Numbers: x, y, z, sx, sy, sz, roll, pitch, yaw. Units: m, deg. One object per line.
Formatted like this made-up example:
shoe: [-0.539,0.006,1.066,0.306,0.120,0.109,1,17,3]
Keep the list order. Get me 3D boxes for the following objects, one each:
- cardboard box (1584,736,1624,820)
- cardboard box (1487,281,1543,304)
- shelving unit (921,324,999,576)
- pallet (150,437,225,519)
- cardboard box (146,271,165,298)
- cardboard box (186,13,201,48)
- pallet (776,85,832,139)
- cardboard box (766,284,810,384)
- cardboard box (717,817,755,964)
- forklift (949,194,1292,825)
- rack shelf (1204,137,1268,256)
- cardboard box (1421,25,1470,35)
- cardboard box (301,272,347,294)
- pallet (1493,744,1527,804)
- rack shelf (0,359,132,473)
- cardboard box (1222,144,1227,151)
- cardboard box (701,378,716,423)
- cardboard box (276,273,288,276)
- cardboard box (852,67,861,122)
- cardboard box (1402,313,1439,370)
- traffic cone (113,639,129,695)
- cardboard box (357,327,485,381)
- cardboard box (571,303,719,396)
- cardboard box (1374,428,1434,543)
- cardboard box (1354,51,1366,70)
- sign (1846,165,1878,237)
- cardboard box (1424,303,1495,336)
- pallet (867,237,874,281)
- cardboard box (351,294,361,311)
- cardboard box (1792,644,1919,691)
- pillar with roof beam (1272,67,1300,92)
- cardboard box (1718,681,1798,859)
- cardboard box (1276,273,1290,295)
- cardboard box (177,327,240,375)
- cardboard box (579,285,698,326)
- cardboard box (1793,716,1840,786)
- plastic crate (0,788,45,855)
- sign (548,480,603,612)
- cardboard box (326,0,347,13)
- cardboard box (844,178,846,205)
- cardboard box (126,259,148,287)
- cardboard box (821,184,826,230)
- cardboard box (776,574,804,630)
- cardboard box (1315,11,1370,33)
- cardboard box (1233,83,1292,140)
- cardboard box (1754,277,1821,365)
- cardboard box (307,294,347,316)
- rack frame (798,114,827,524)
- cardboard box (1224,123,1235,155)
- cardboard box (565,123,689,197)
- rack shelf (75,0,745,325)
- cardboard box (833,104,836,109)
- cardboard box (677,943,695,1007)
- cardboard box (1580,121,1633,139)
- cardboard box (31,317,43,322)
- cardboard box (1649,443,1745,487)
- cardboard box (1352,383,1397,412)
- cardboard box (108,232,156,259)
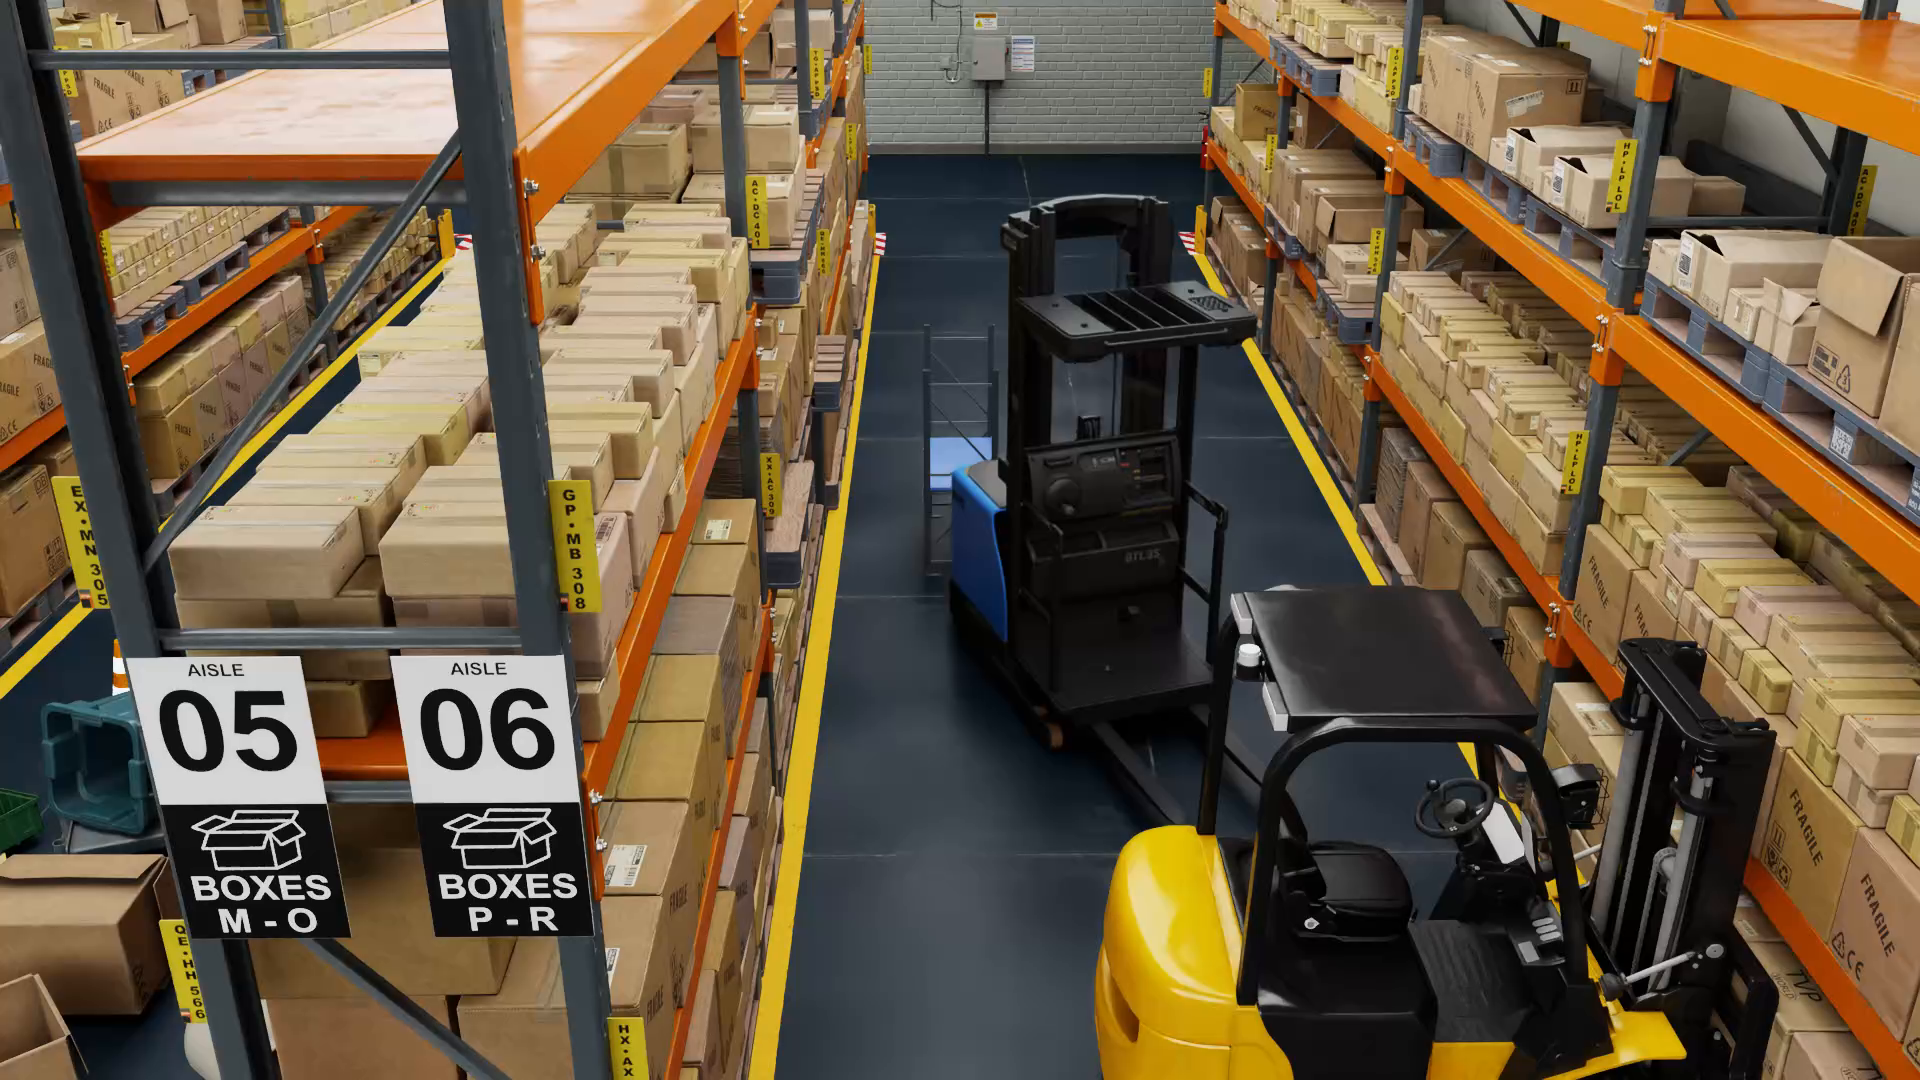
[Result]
cardboard box: [3.193,1.129,7.610,0.500,0.250,0.500,0,24,0]
cardboard box: [3.783,-1.637,11.204,0.380,0.149,0.250,0,24,1]
shelving unit: [0.001,-0.648,11.747,0.538,1.500,1.048,0,24,-1]
pallet: [-6.457,-0.500,12.983,1.003,0.211,1.213,0,24,-1]
cardboard box: [-6.259,-1.932,12.561,0.380,0.149,0.250,1,24,2]
cardboard box: [-6.694,-4.251,13.850,0.500,0.311,0.500,-1,24,-1]
pallet: [-1.561,-3.058,11.844,1.213,0.211,1.003,1,24,2]
cardboard box: [-1.195,-1.278,10.327,0.500,0.500,0.500,-2,24,-4]
cardboard box: [-1.169,1.518,7.054,0.500,0.500,0.500,1,24,2]
forklift: [0.903,-0.328,9.302,1.130,2.935,3.031,-8,26,-18]
rack shelf: [3.397,-3.681,17.505,1.077,0.370,4.000,0,24,-1]
cardboard box: [3.661,-3.826,12.651,0.380,0.149,0.250,0,24,-1]
cardboard box: [-6.234,-2.517,16.286,0.380,0.149,0.250,1,24,2]
pallet: [3.459,1.079,9.491,1.003,0.211,1.213,0,24,-1]
rack shelf: [-6.428,-0.297,10.022,1.077,0.370,4.000,0,24,-1]
cardboard box: [3.153,-4.477,18.697,0.380,0.149,0.250,0,24,1]
cardboard box: [-1.152,-0.564,6.404,0.380,0.149,0.250,0,24,1]
cardboard box: [-6.800,-2.511,16.273,0.380,0.149,0.250,0,24,0]
cardboard box: [-1.308,-4.693,17.536,0.500,0.500,0.500,0,24,-1]
cardboard box: [3.227,-1.305,10.955,0.500,0.250,0.500,0,24,1]
traffic cone: [-4.911,0.796,9.811,0.336,0.463,0.334,0,24,-1]
cardboard box: [-1.763,-0.601,5.520,0.380,0.149,0.250,0,24,1]
cardboard box: [-1.186,-0.699,6.220,0.500,0.250,0.500,-1,24,-1]
cardboard box: [3.455,-0.388,11.724,0.875,0.625,0.625,1,24,1]
cardboard box: [3.230,-3.692,12.714,0.380,0.149,0.250,0,24,1]
sign: [4.061,-1.529,7.512,0.100,0.325,0.005,0,24,-1]
cardboard box: [3.219,-1.421,10.727,0.380,0.149,0.250,0,24,0]
pallet: [-1.501,-3.209,18.973,1.003,0.211,1.213,0,24,-1]
cardboard box: [-6.234,-2.352,16.645,0.380,0.149,0.250,0,24,-1]
cardboard box: [3.312,0.505,6.107,0.380,0.149,0.250,0,24,0]
pillar with roof beam: [-0.058,-8.662,20.365,9.100,9.000,0.400,0,24,-1]
cardboard box: [3.263,0.881,6.424,0.500,0.500,0.500,0,24,0]
cardboard box: [3.157,-2.383,15.500,0.380,0.149,0.250,1,24,2]
cardboard box: [-6.213,-1.541,13.514,0.500,0.250,0.500,0,24,0]
cardboard box: [-1.154,-0.816,5.994,0.380,0.149,0.250,0,24,0]
cardboard box: [3.227,0.749,5.929,0.380,0.149,0.250,0,24,0]
plastic crate: [-5.094,1.521,8.474,0.450,0.188,0.662,3,22,31]
sign: [-0.871,0.017,3.756,0.100,0.325,0.005,0,24,-1]
cardboard box: [-6.251,-5.235,16.003,0.500,0.250,0.500,0,24,0]
cardboard box: [-1.297,-3.139,15.010,0.500,0.250,0.500,0,24,-1]
cardboard box: [-6.259,-1.973,12.289,0.380,0.149,0.250,1,24,2]
cardboard box: [-1.277,-2.422,12.514,0.500,0.500,0.500,0,24,0]
cardboard box: [-1.486,0.343,10.414,0.950,0.372,0.625,1,24,1]
cardboard box: [3.066,-4.153,13.350,0.380,0.149,0.250,0,24,0]
cardboard box: [3.127,-4.435,17.211,0.500,0.500,0.500,0,24,1]
cardboard box: [3.219,-0.817,6.193,0.396,0.266,0.258,-1,24,-2]
cardboard box: [-6.177,-2.275,16.113,0.380,0.149,0.250,1,24,2]
rack frame: [-1.501,-1.512,11.837,1.000,3.000,0.127,0,24,-1]
cardboard box: [3.125,-4.295,17.811,0.500,0.250,0.500,-1,24,-2]
cardboard box: [-1.591,-1.820,7.943,0.500,0.250,0.500,0,24,1]
rack shelf: [-1.436,-1.444,5.283,1.077,0.370,4.000,0,24,-1]
cardboard box: [-1.289,-4.089,15.411,0.380,0.149,0.250,-1,24,-1]
cardboard box: [-1.106,1.439,5.616,0.380,0.149,0.250,0,24,0]
cardboard box: [3.697,-2.357,9.717,0.380,0.166,0.250,0,24,-1]
cardboard box: [-6.176,-1.310,11.268,0.500,0.500,0.500,0,24,-1]
cardboard box: [3.717,-0.375,8.414,0.380,0.149,0.250,-1,24,-2]
cardboard box: [3.204,-1.087,12.632,0.380,0.149,0.250,-1,24,-3]
cardboard box: [-6.265,-2.200,12.430,0.380,0.149,0.250,0,24,-1]
